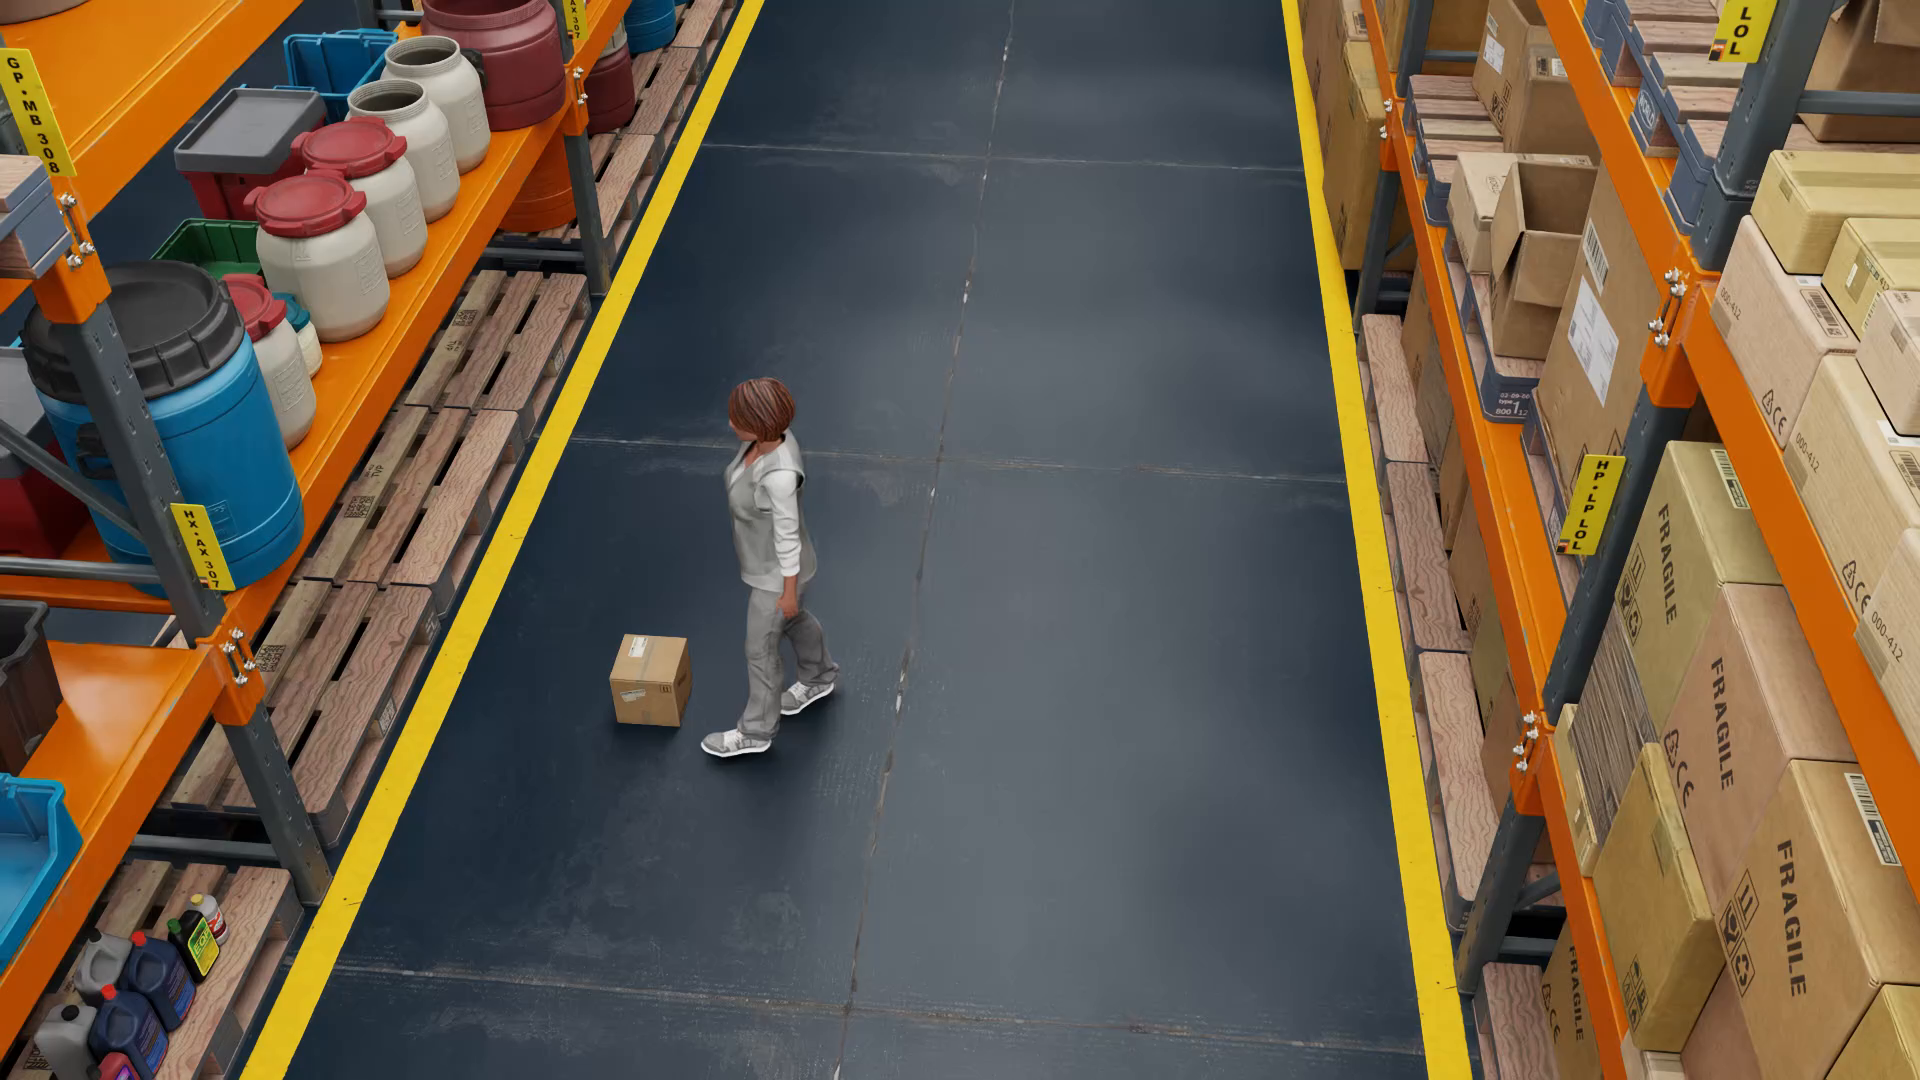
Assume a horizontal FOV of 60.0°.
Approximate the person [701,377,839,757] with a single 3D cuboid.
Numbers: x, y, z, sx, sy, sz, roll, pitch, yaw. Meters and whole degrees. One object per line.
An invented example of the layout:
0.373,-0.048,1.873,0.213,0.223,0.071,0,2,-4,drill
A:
-0.740,0.106,6.047,0.583,1.585,0.424,-9,41,-10,person
